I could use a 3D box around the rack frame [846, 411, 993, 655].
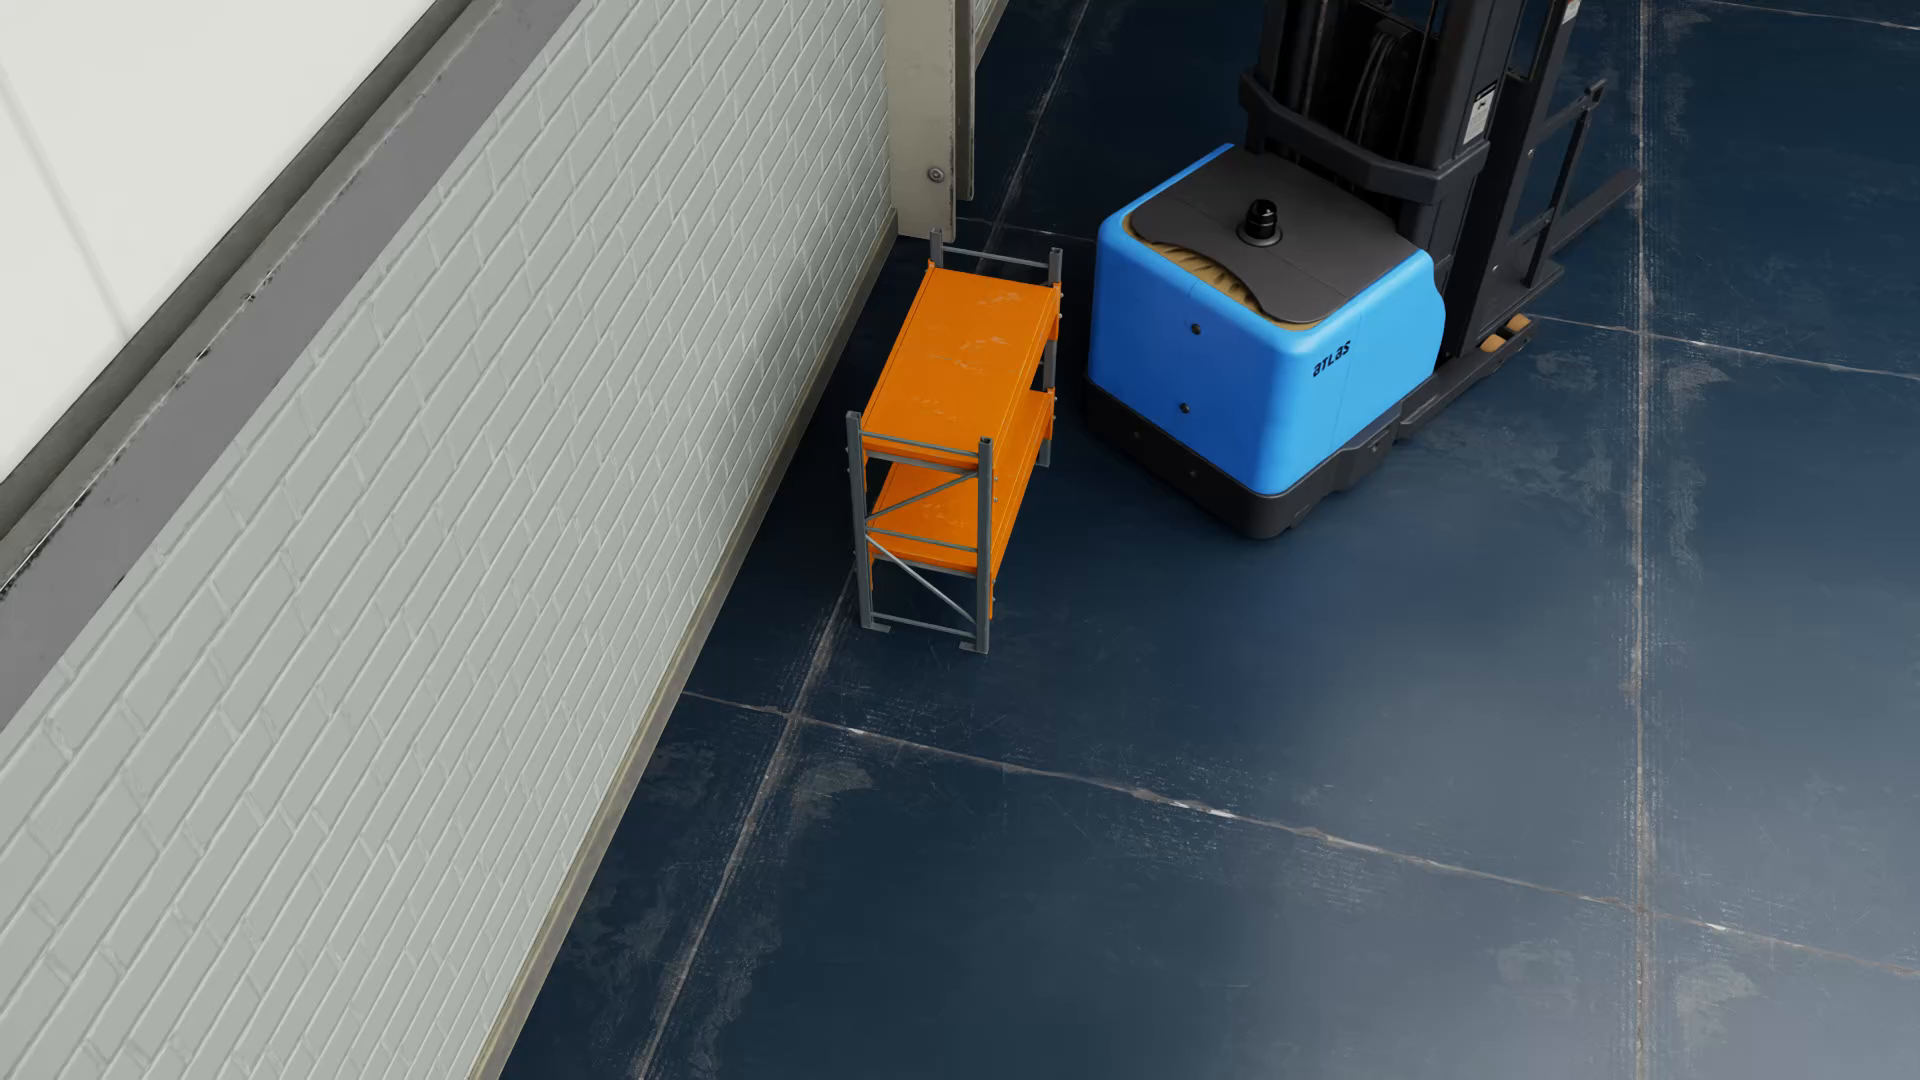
[{"bbox_3d":[-0.136,0.000,5.918,0.500,1.125,0.032,12,50,10],"label":"rack frame"}]

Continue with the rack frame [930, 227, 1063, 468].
[{"bbox_3d":[0.132,-0.735,6.567,0.500,1.125,0.032,12,50,10],"label":"rack frame"}]

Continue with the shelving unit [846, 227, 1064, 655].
[{"bbox_3d":[-0.002,-0.367,6.243,0.538,1.125,1.048,12,50,10],"label":"shelving unit"}]

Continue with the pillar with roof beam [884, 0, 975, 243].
[{"bbox_3d":[4.022,-3.713,3.944,9.100,9.000,0.400,12,50,10],"label":"pillar with roof beam"}]

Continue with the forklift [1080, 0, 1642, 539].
[{"bbox_3d":[1.923,-1.961,6.445,3.031,2.935,1.130,-36,57,-27],"label":"forklift"}]

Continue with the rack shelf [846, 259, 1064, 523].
[{"bbox_3d":[-0.002,-0.561,6.023,0.538,0.278,1.000,12,50,10],"label":"rack shelf"}]

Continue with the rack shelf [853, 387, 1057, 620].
[{"bbox_3d":[-0.002,-0.206,6.426,0.538,0.278,1.000,12,50,10],"label":"rack shelf"}]
